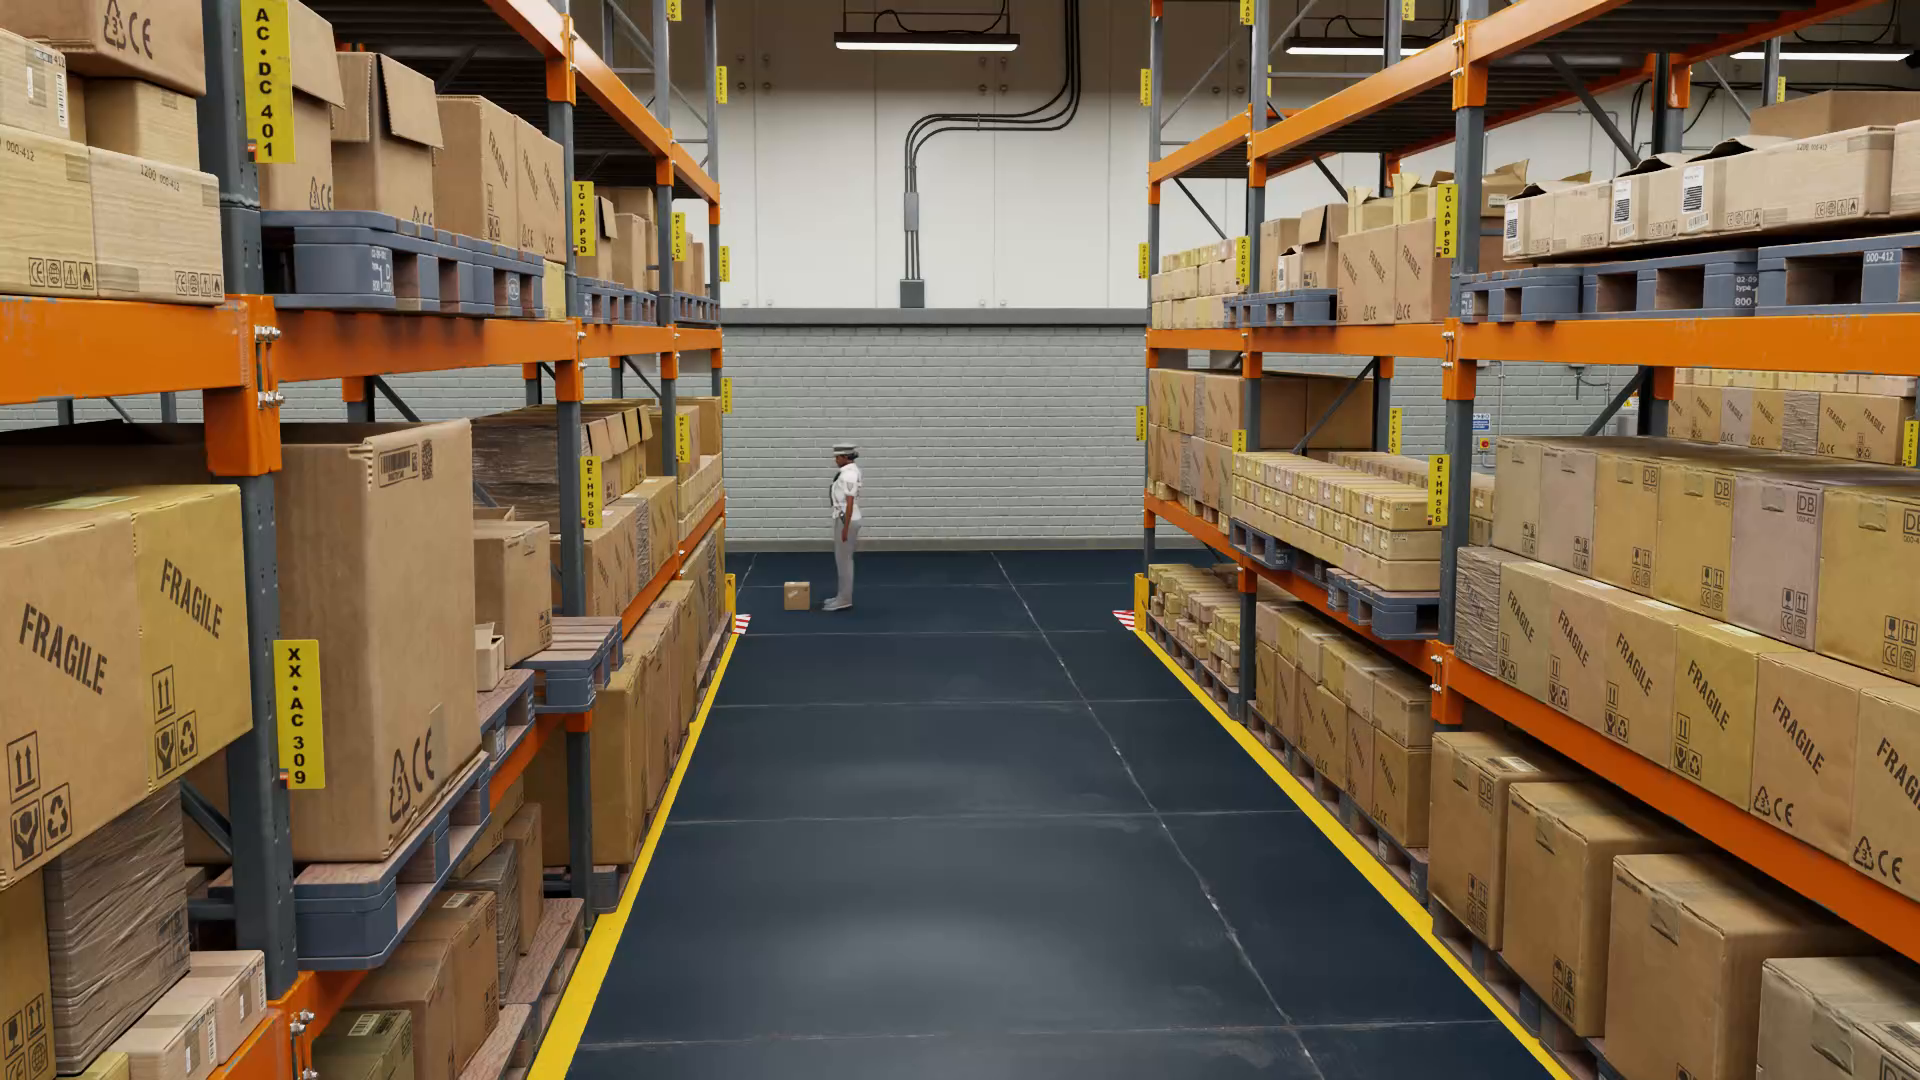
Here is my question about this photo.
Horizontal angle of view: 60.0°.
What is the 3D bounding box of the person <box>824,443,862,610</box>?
[{"bbox_3d":[-1.191,-0.145,16.851,0.400,1.679,0.469,0,7,-3],"label":"person"}]
